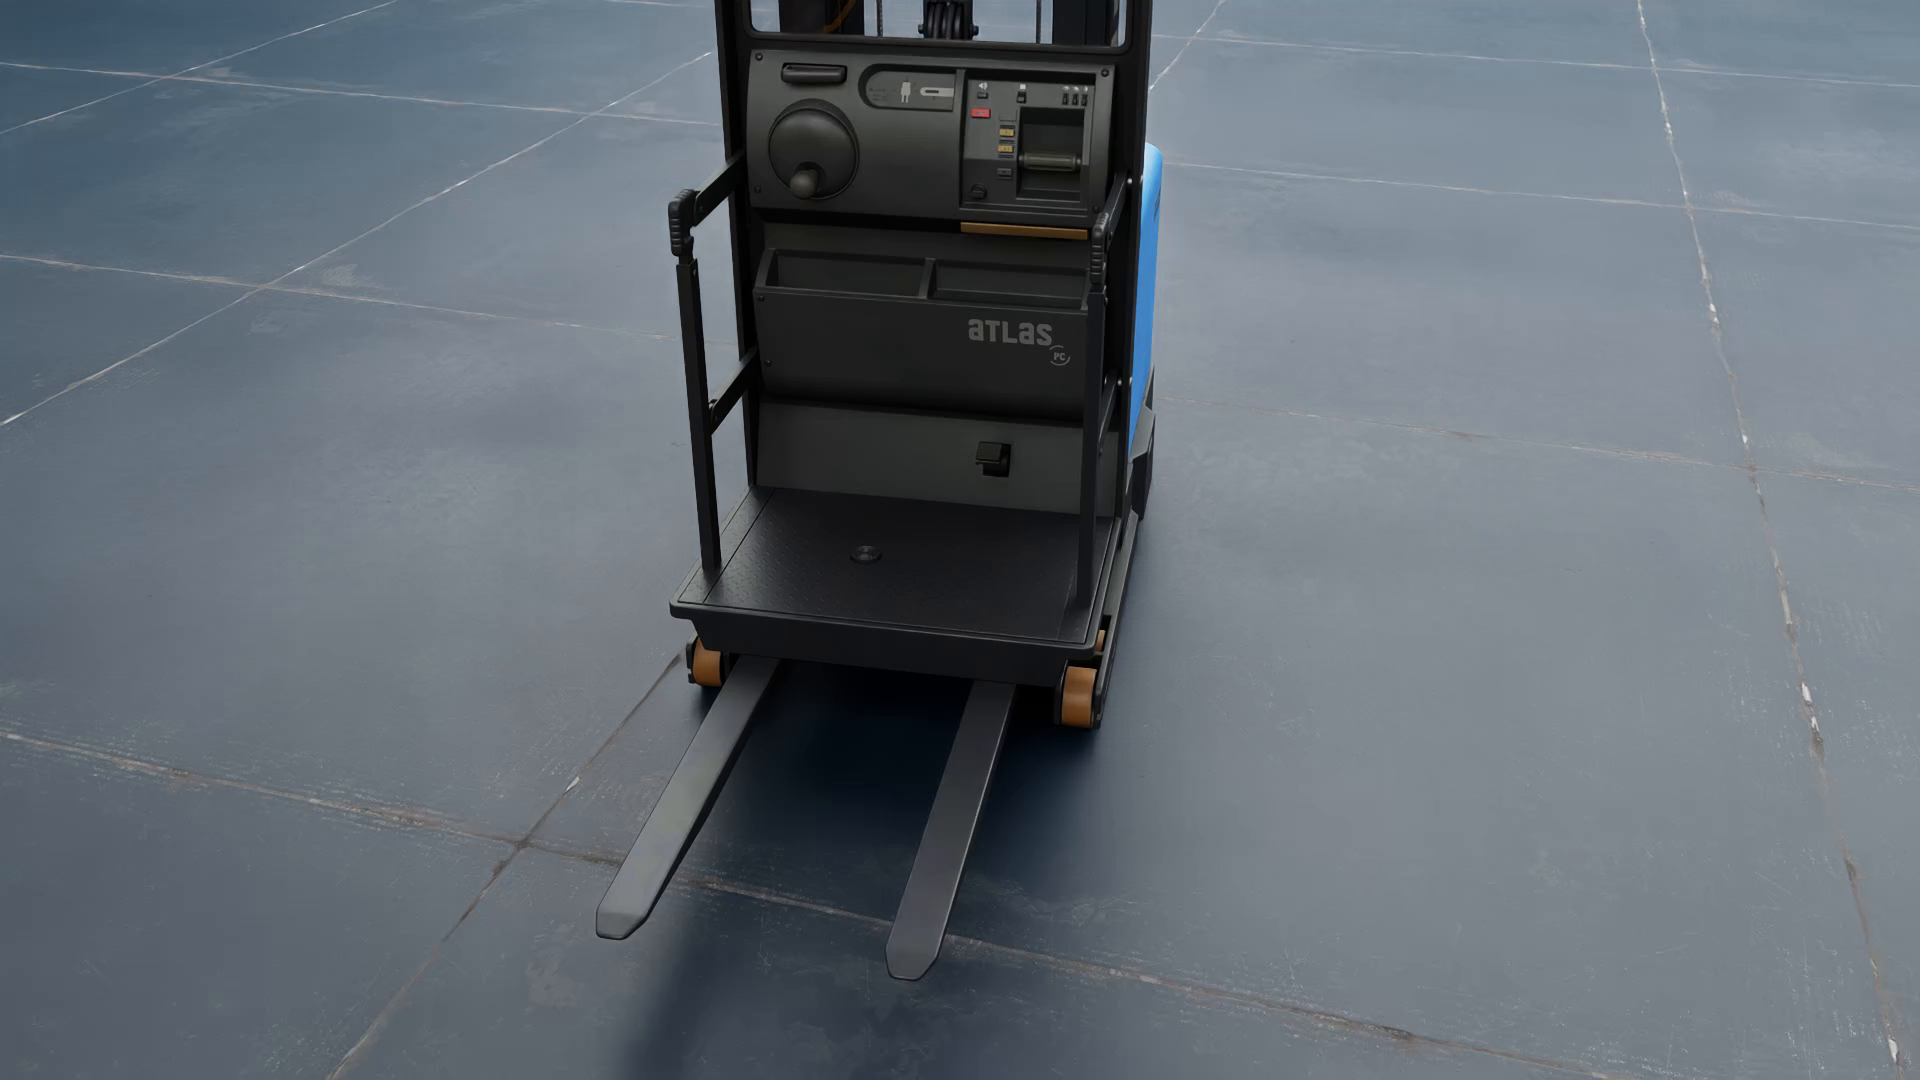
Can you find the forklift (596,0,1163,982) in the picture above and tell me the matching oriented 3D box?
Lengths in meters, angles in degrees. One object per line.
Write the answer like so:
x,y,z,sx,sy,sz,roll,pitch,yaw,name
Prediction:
-0.120,-0.980,3.997,1.130,2.935,3.031,5,30,10,forklift
